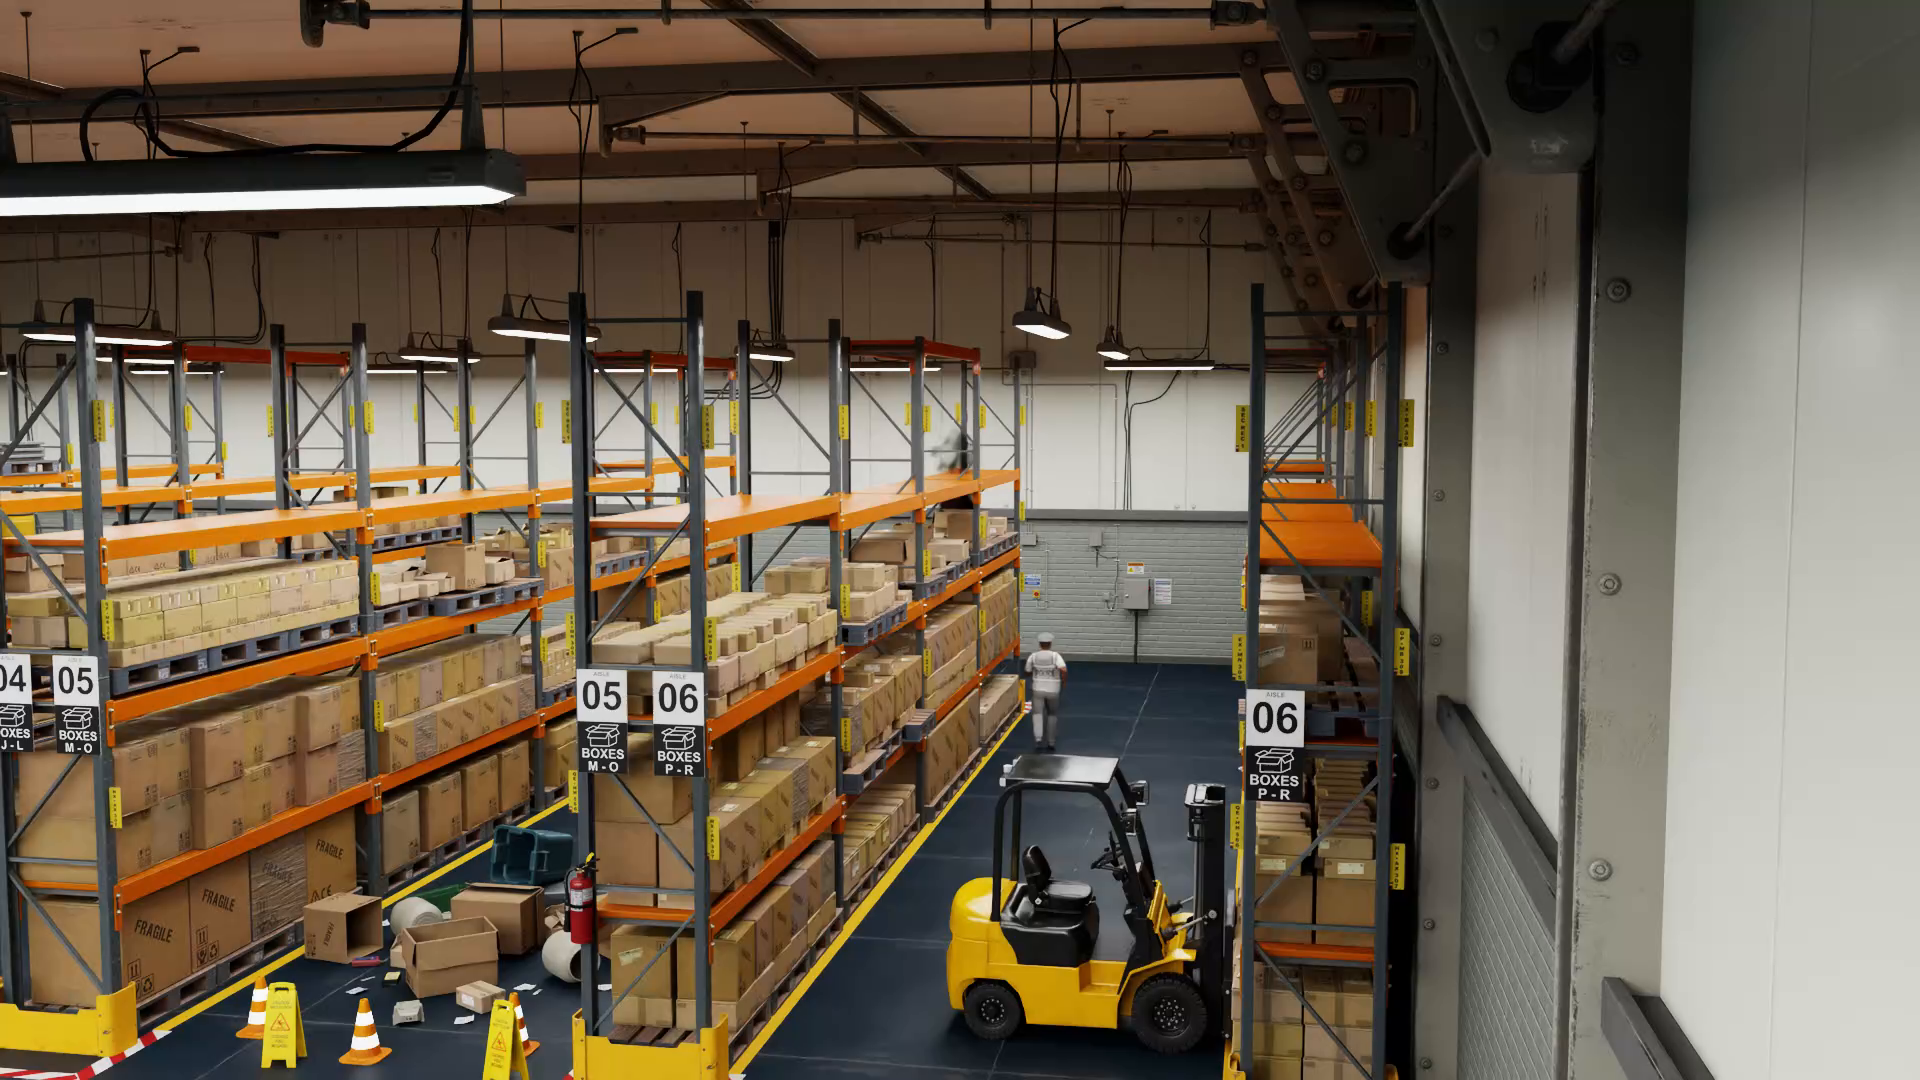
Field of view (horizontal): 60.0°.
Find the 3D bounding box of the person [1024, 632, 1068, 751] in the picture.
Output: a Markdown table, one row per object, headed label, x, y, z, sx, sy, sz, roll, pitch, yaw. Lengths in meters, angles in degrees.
| label | x | y | z | sx | sy | sz | roll | pitch | yaw |
| --- | --- | --- | --- | --- | --- | --- | --- | --- | --- |
| person | 1.280 | 2.259 | 24.841 | 0.662 | 1.768 | 0.968 | 0 | 5 | 4 |
